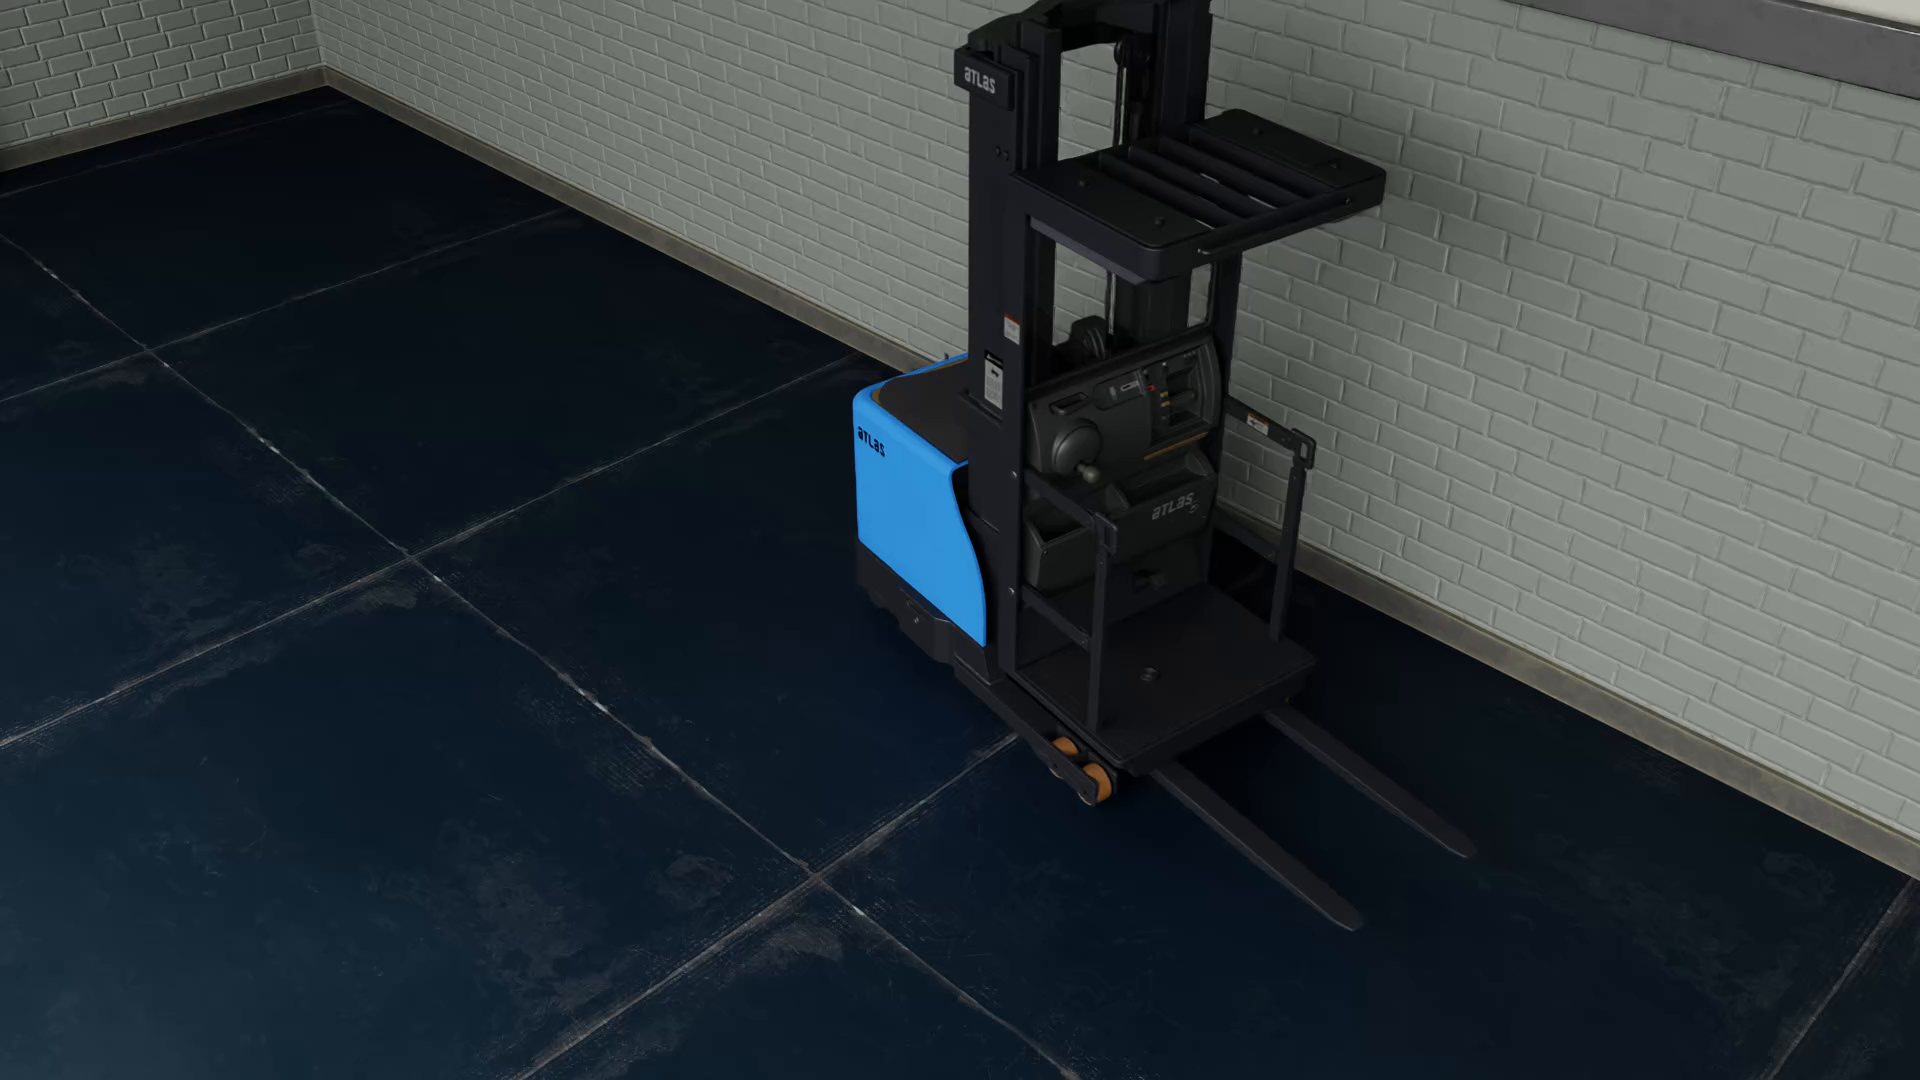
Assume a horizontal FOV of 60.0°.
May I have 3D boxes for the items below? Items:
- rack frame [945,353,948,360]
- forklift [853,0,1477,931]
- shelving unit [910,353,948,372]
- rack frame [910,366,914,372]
[{"bbox_3d":[0.002,-0.470,8.137,0.006,0.900,0.240,-23,41,-29],"label":"rack frame"},{"bbox_3d":[0.777,-0.452,6.335,1.130,2.935,3.031,-22,41,-29],"label":"forklift"},{"bbox_3d":[-0.079,-0.435,8.087,0.210,0.900,0.258,-23,41,-29],"label":"shelving unit"},{"bbox_3d":[-0.160,-0.400,8.037,0.006,0.900,0.240,-23,41,-29],"label":"rack frame"}]
